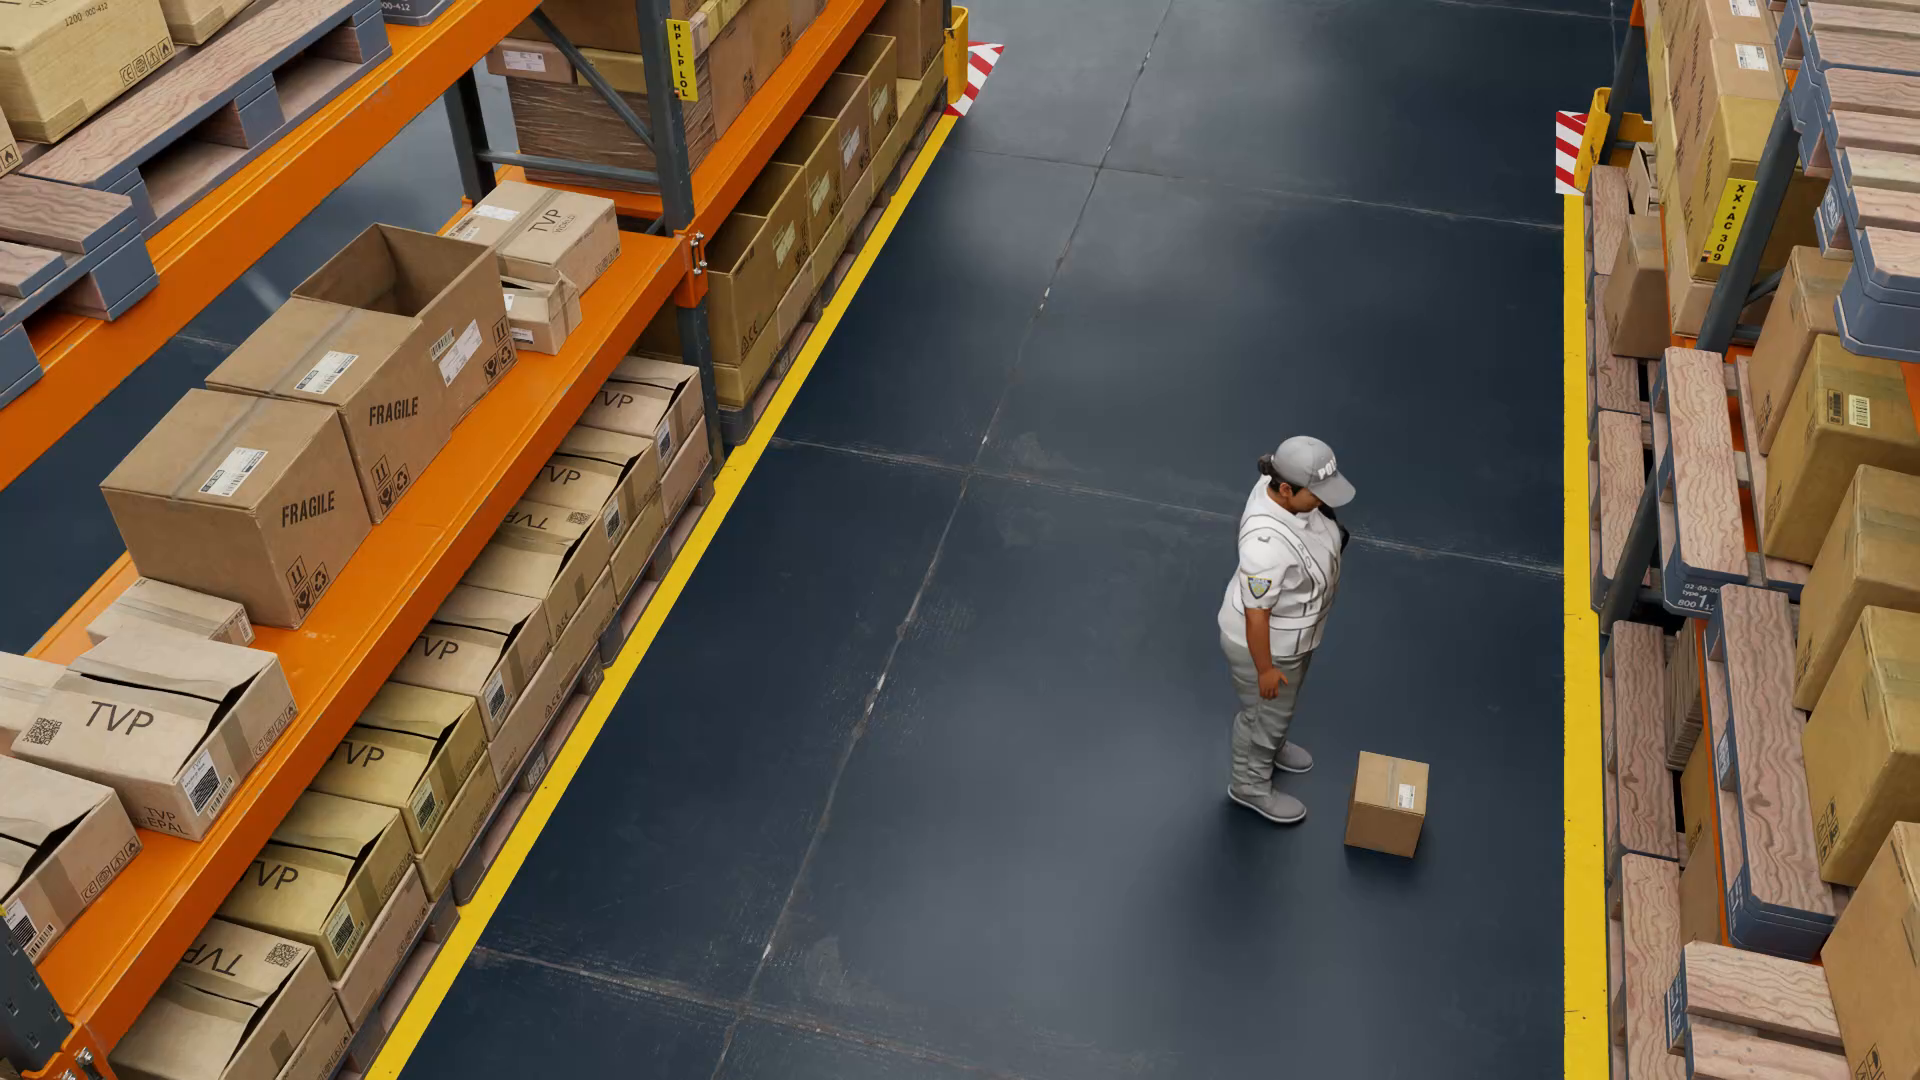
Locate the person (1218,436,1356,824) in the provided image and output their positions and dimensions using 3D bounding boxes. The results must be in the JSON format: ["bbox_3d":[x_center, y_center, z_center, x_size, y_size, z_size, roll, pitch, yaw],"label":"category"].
[{"bbox_3d":[1.114,0.316,5.780,0.434,1.686,0.507,14,43,16],"label":"person"}]
